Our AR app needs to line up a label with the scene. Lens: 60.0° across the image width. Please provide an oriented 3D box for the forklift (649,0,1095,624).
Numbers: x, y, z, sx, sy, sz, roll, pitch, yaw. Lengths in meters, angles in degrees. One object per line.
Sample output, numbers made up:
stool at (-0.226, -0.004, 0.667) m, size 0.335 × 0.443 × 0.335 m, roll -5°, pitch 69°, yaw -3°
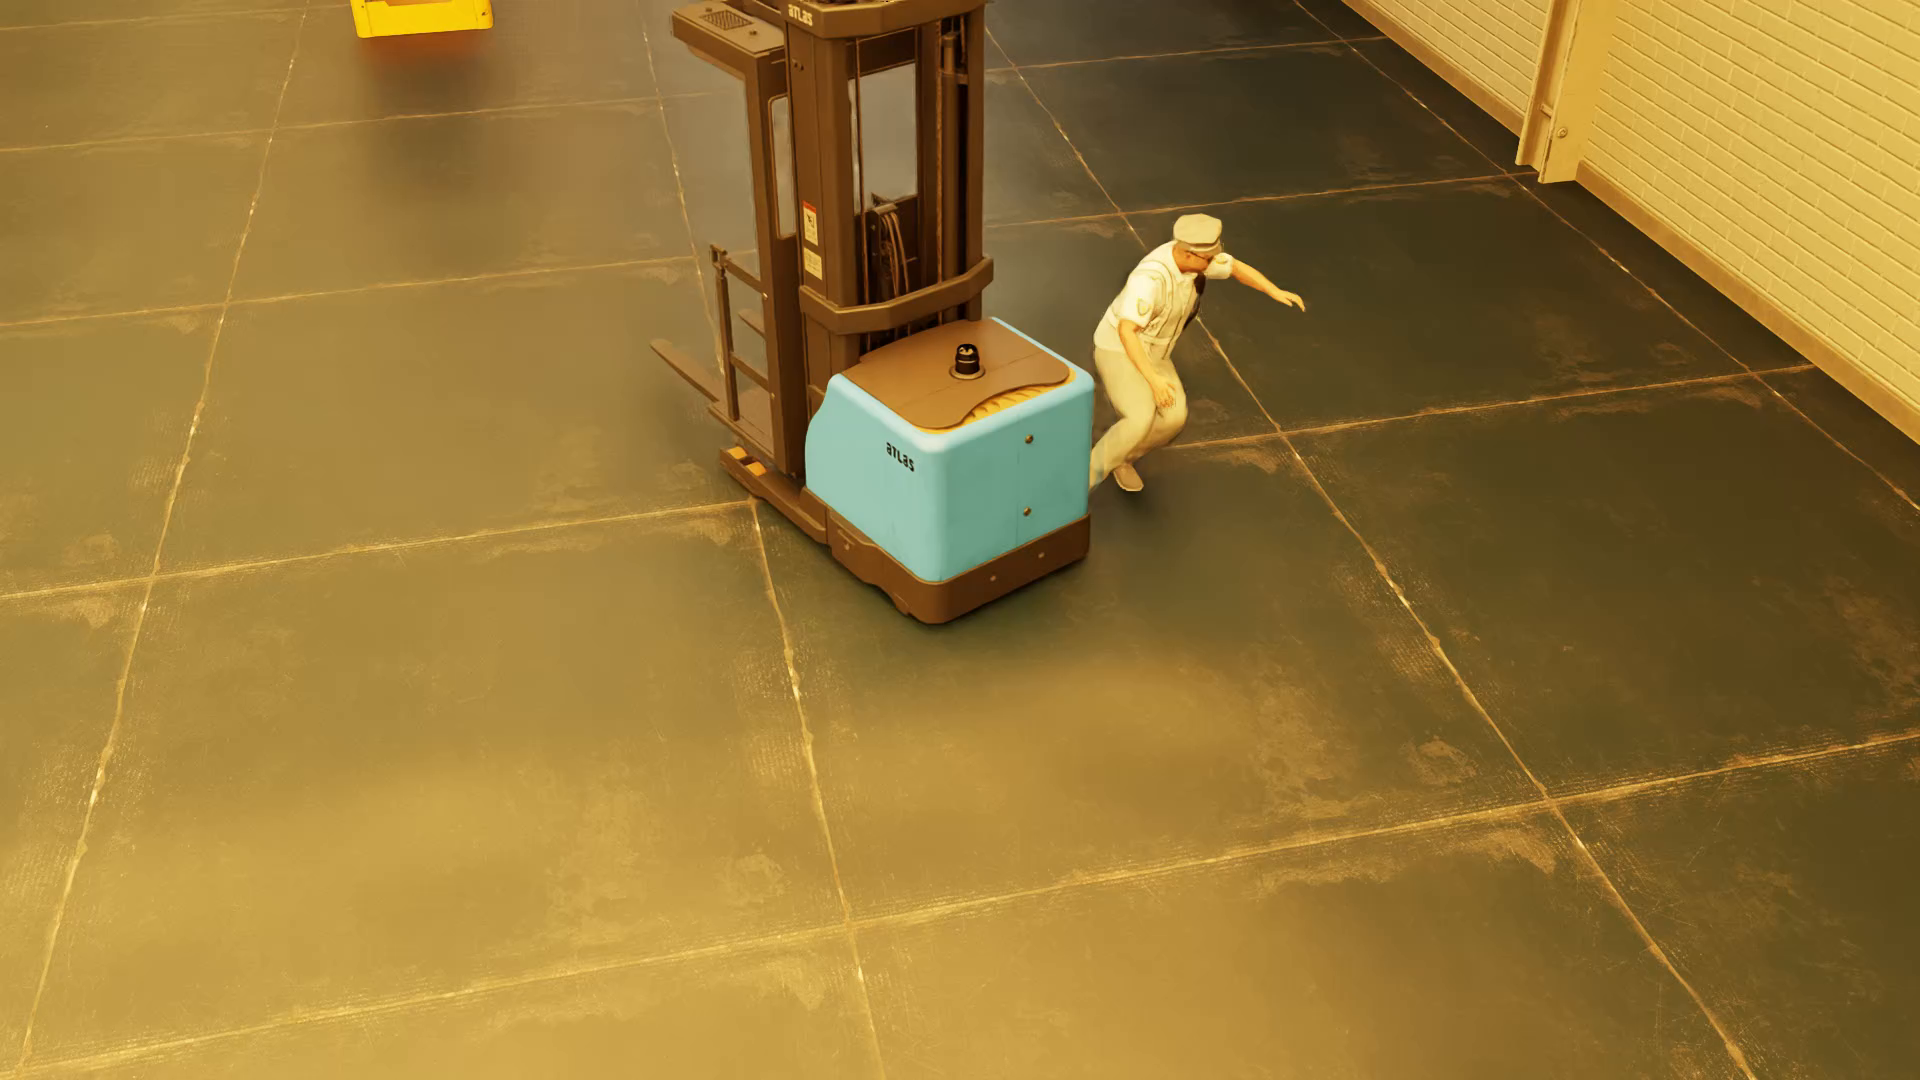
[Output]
forklift at (-0.646, -1.595, 8.267) m, size 1.130 × 2.935 × 3.031 m, roll -24°, pitch 42°, yaw -30°

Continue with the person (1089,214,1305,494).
person at (1.041, -0.864, 8.505) m, size 0.941 × 1.508 × 1.293 m, roll 24°, pitch 42°, yaw 30°
